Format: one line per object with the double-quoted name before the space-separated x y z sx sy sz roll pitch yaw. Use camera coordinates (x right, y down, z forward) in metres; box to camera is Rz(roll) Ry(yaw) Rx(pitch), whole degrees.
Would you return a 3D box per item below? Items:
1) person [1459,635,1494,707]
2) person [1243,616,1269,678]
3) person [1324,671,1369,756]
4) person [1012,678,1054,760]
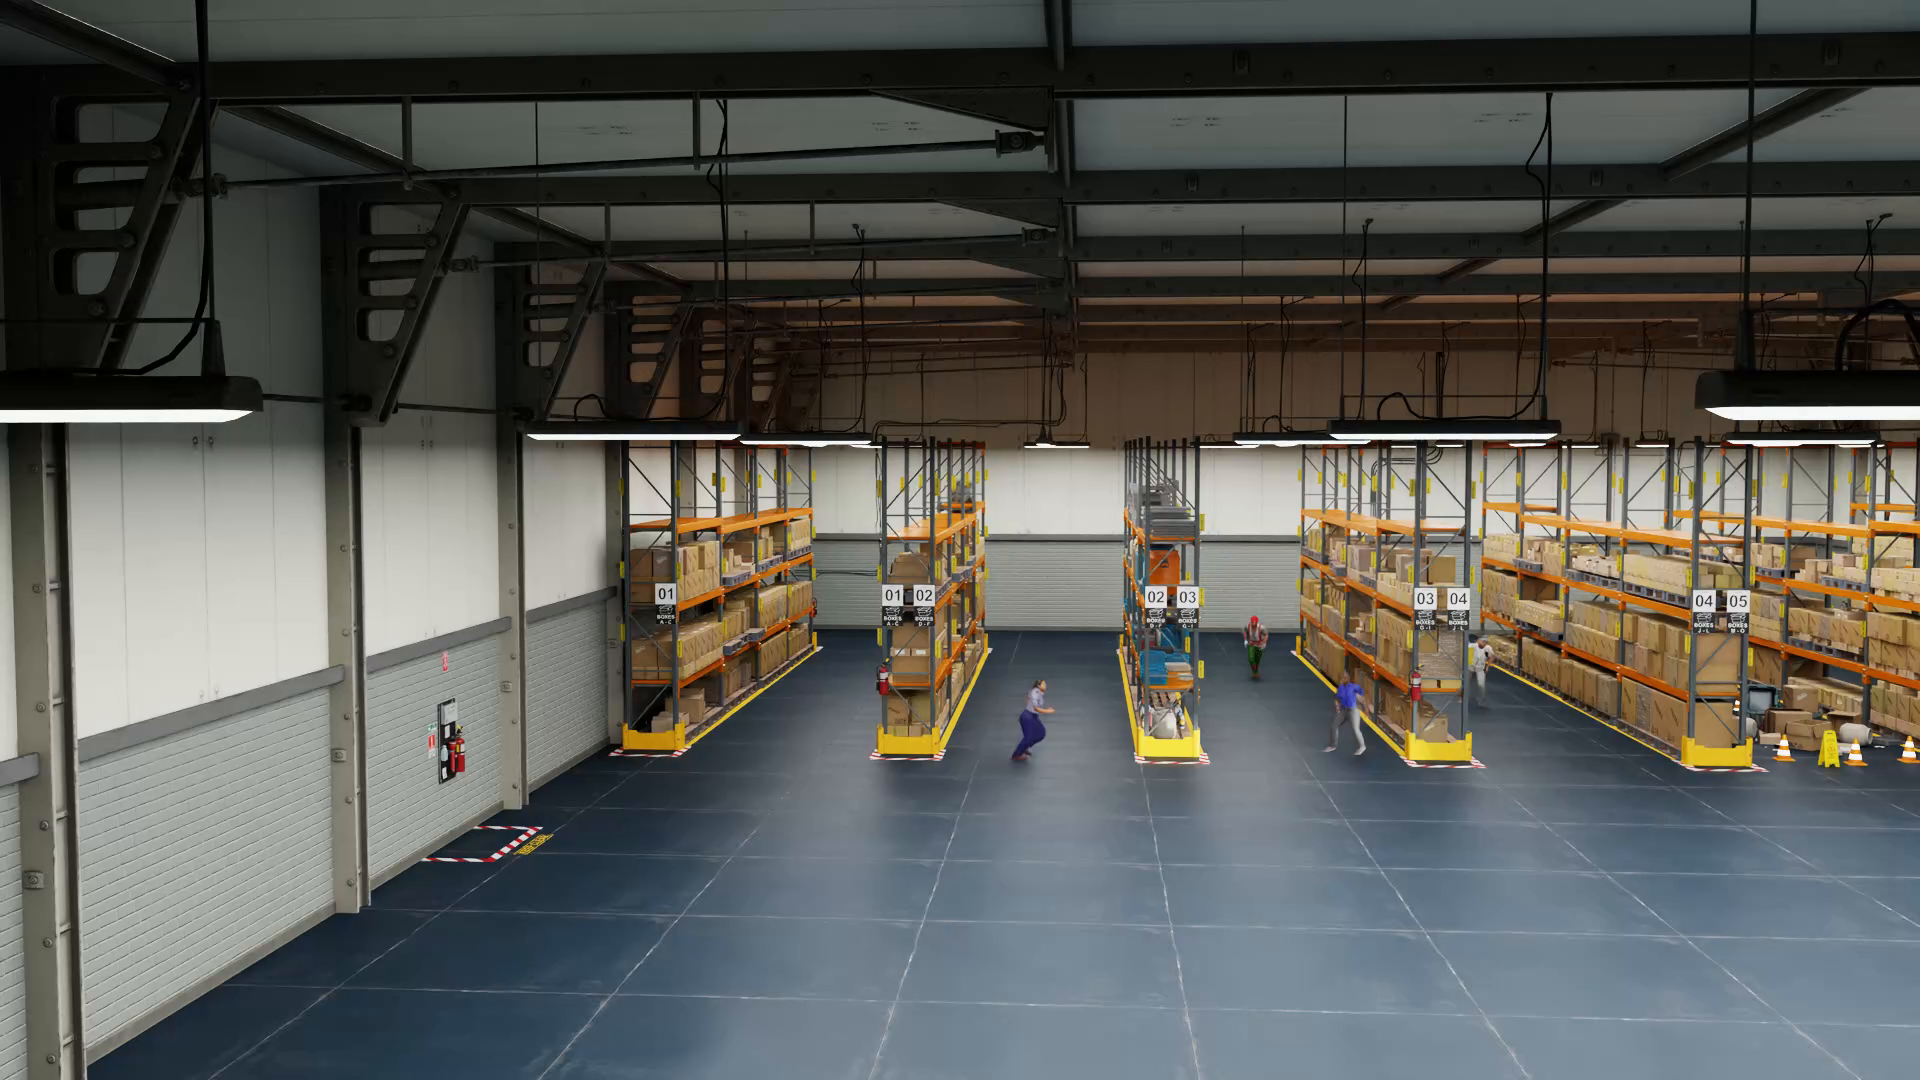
"person" 11.629 2.932 37.462 0.752 1.662 0.808 1 3 20
"person" 7.505 2.678 42.100 0.656 1.603 1.080 1 3 17
"person" 7.222 3.262 31.381 0.541 1.578 0.805 -3 4 -43
"person" 1.358 3.308 30.766 0.800 1.541 0.600 1 3 11
